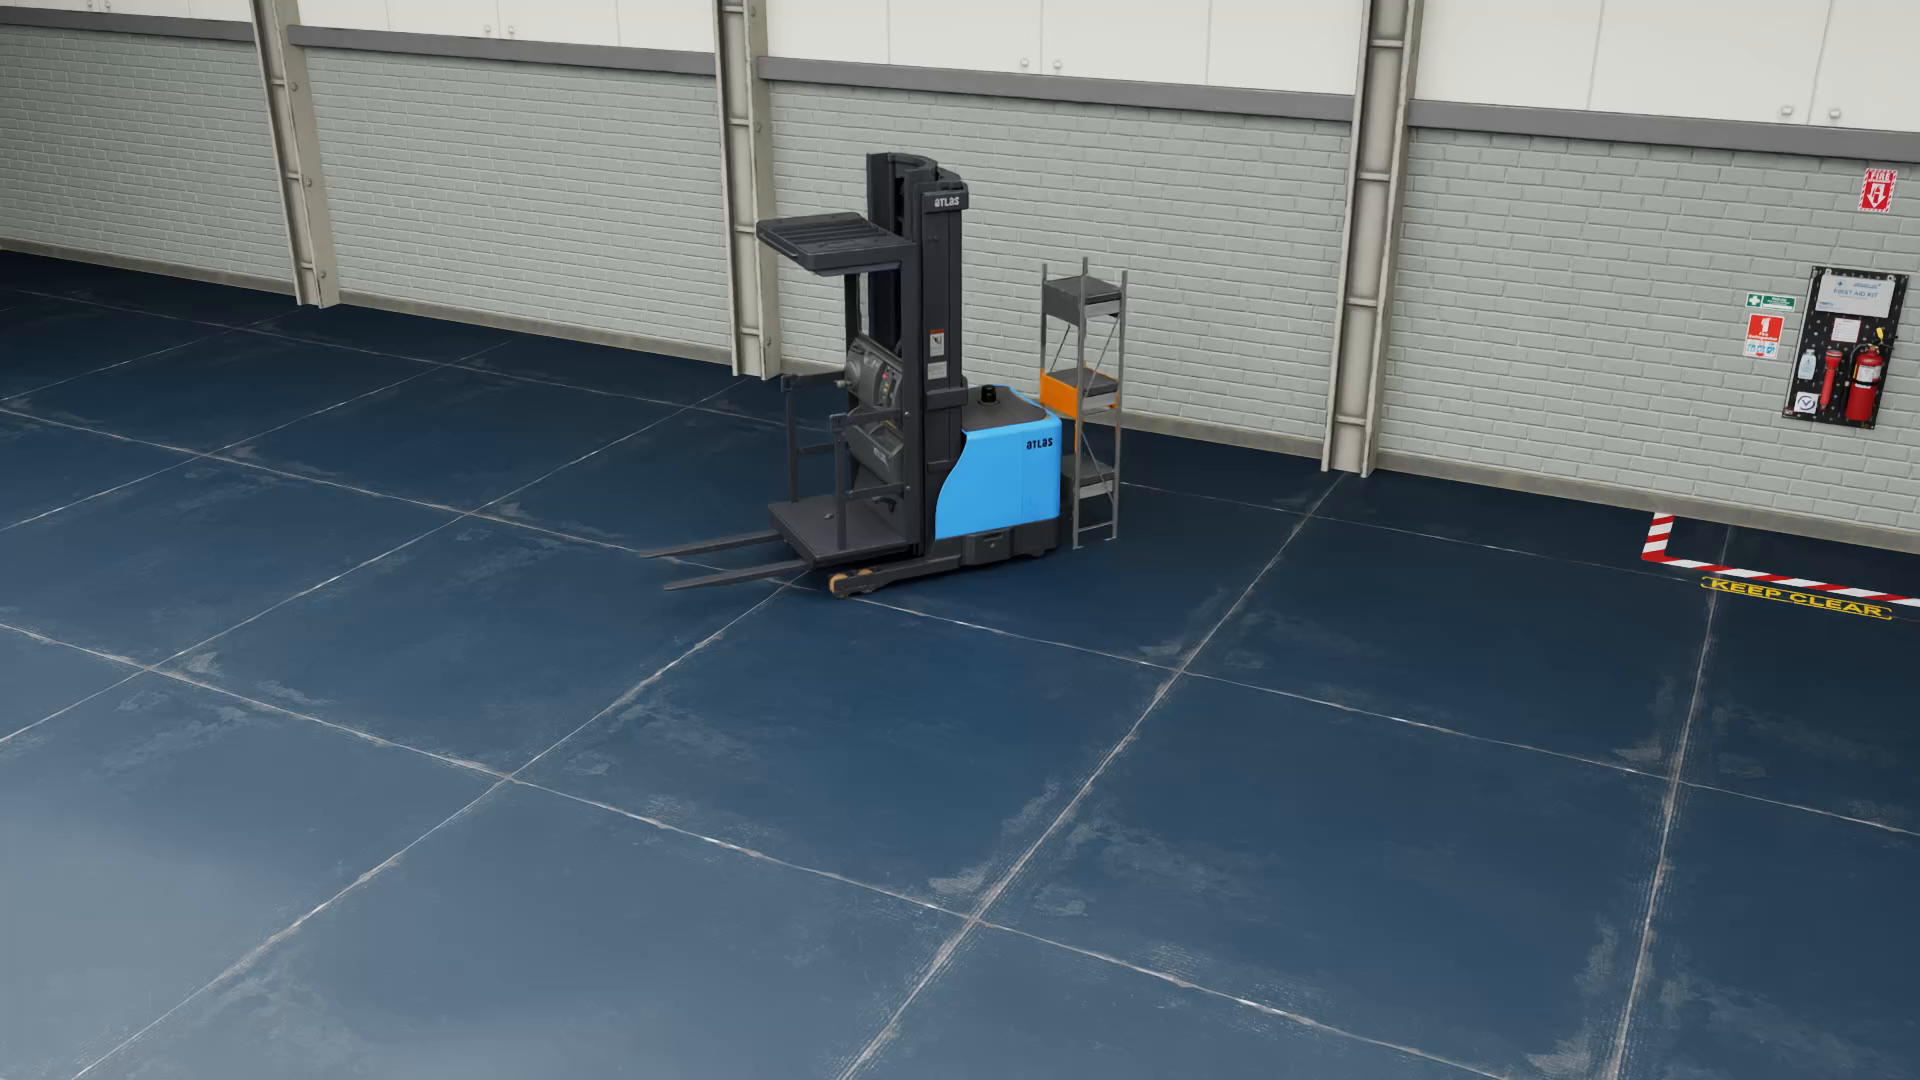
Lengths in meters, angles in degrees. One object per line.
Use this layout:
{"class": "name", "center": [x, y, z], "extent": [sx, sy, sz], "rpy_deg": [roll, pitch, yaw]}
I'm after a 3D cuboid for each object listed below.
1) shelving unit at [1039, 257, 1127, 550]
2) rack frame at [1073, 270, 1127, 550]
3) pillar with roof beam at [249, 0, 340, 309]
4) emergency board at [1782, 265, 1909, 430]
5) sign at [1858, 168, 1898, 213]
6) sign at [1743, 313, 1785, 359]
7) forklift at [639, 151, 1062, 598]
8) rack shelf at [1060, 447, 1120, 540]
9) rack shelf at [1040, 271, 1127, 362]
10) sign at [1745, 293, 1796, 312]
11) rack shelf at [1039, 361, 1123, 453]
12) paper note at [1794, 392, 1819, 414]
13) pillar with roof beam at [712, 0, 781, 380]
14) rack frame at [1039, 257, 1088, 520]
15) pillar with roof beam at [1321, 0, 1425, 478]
{"class": "shelving unit", "center": [0.903, -1.018, 12.487], "extent": [0.431, 2.100, 0.503], "rpy_deg": [-14, 27, -29]}
{"class": "rack frame", "center": [1.031, -0.937, 12.296], "extent": [0.400, 2.100, 0.015], "rpy_deg": [-14, 27, -29]}
{"class": "pillar with roof beam", "center": [-9.332, -5.368, 13.899], "extent": [0.400, 9.000, 9.100], "rpy_deg": [11, 25, 25]}
{"class": "emergency board", "center": [6.486, -1.382, 12.192], "extent": [0.643, 1.169, 0.194], "rpy_deg": [11, 25, 25]}
{"class": "sign", "center": [6.524, -2.485, 11.824], "extent": [0.199, 0.298, 0.001], "rpy_deg": [11, 25, 25]}
{"class": "sign", "center": [6.039, -1.532, 12.500], "extent": [0.234, 0.329, 0.001], "rpy_deg": [11, 25, 25]}
{"class": "forklift", "center": [-0.799, -1.173, 11.790], "extent": [3.031, 2.935, 1.130], "rpy_deg": [-10, 25, -23]}
{"class": "rack shelf", "center": [0.903, -0.361, 12.766], "extent": [0.431, 0.518, 0.480], "rpy_deg": [-14, 27, -29]}
{"class": "rack shelf", "center": [0.904, -1.650, 12.218], "extent": [0.431, 0.518, 0.480], "rpy_deg": [-14, 27, -29]}
{"class": "sign", "center": [6.039, -1.772, 12.387], "extent": [0.331, 0.109, 0.001], "rpy_deg": [11, 25, 25]}
{"class": "rack shelf", "center": [0.903, -1.006, 12.492], "extent": [0.431, 0.518, 0.480], "rpy_deg": [-14, 27, -29]}
{"class": "paper note", "center": [6.359, -1.032, 12.495], "extent": [0.142, 0.148, 0.016], "rpy_deg": [11, 25, 25]}
{"class": "pillar with roof beam", "center": [-3.977, -4.308, 11.408], "extent": [0.400, 9.000, 9.100], "rpy_deg": [11, 25, 25]}
{"class": "rack frame", "center": [0.776, -1.099, 12.678], "extent": [0.400, 2.100, 0.015], "rpy_deg": [-14, 27, -29]}
{"class": "pillar with roof beam", "center": [1.377, -3.249, 8.917], "extent": [0.400, 9.000, 9.100], "rpy_deg": [11, 25, 25]}
